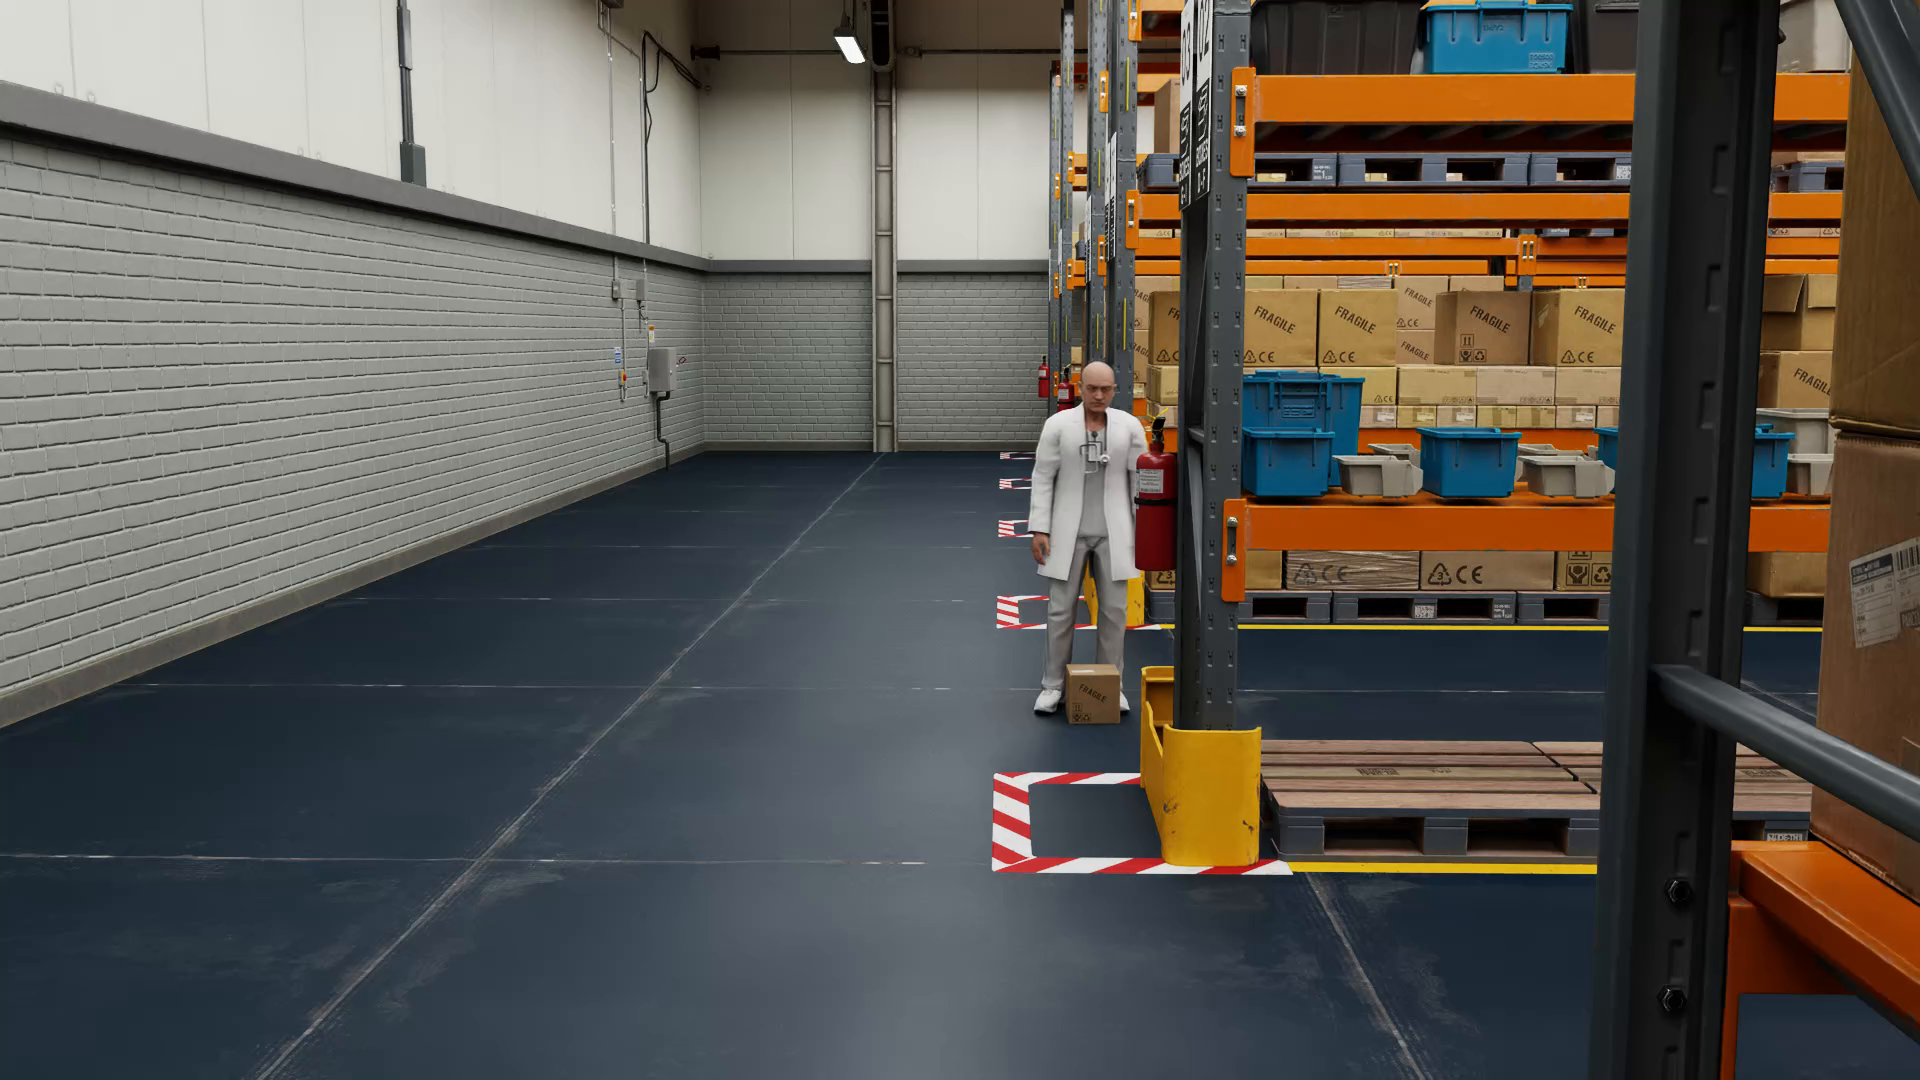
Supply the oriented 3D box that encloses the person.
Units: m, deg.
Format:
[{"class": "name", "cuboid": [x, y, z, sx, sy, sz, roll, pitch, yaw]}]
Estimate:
[{"class": "person", "cuboid": [0.669, -0.018, 8.469, 0.653, 1.774, 0.416, 0, 7, 0]}]
